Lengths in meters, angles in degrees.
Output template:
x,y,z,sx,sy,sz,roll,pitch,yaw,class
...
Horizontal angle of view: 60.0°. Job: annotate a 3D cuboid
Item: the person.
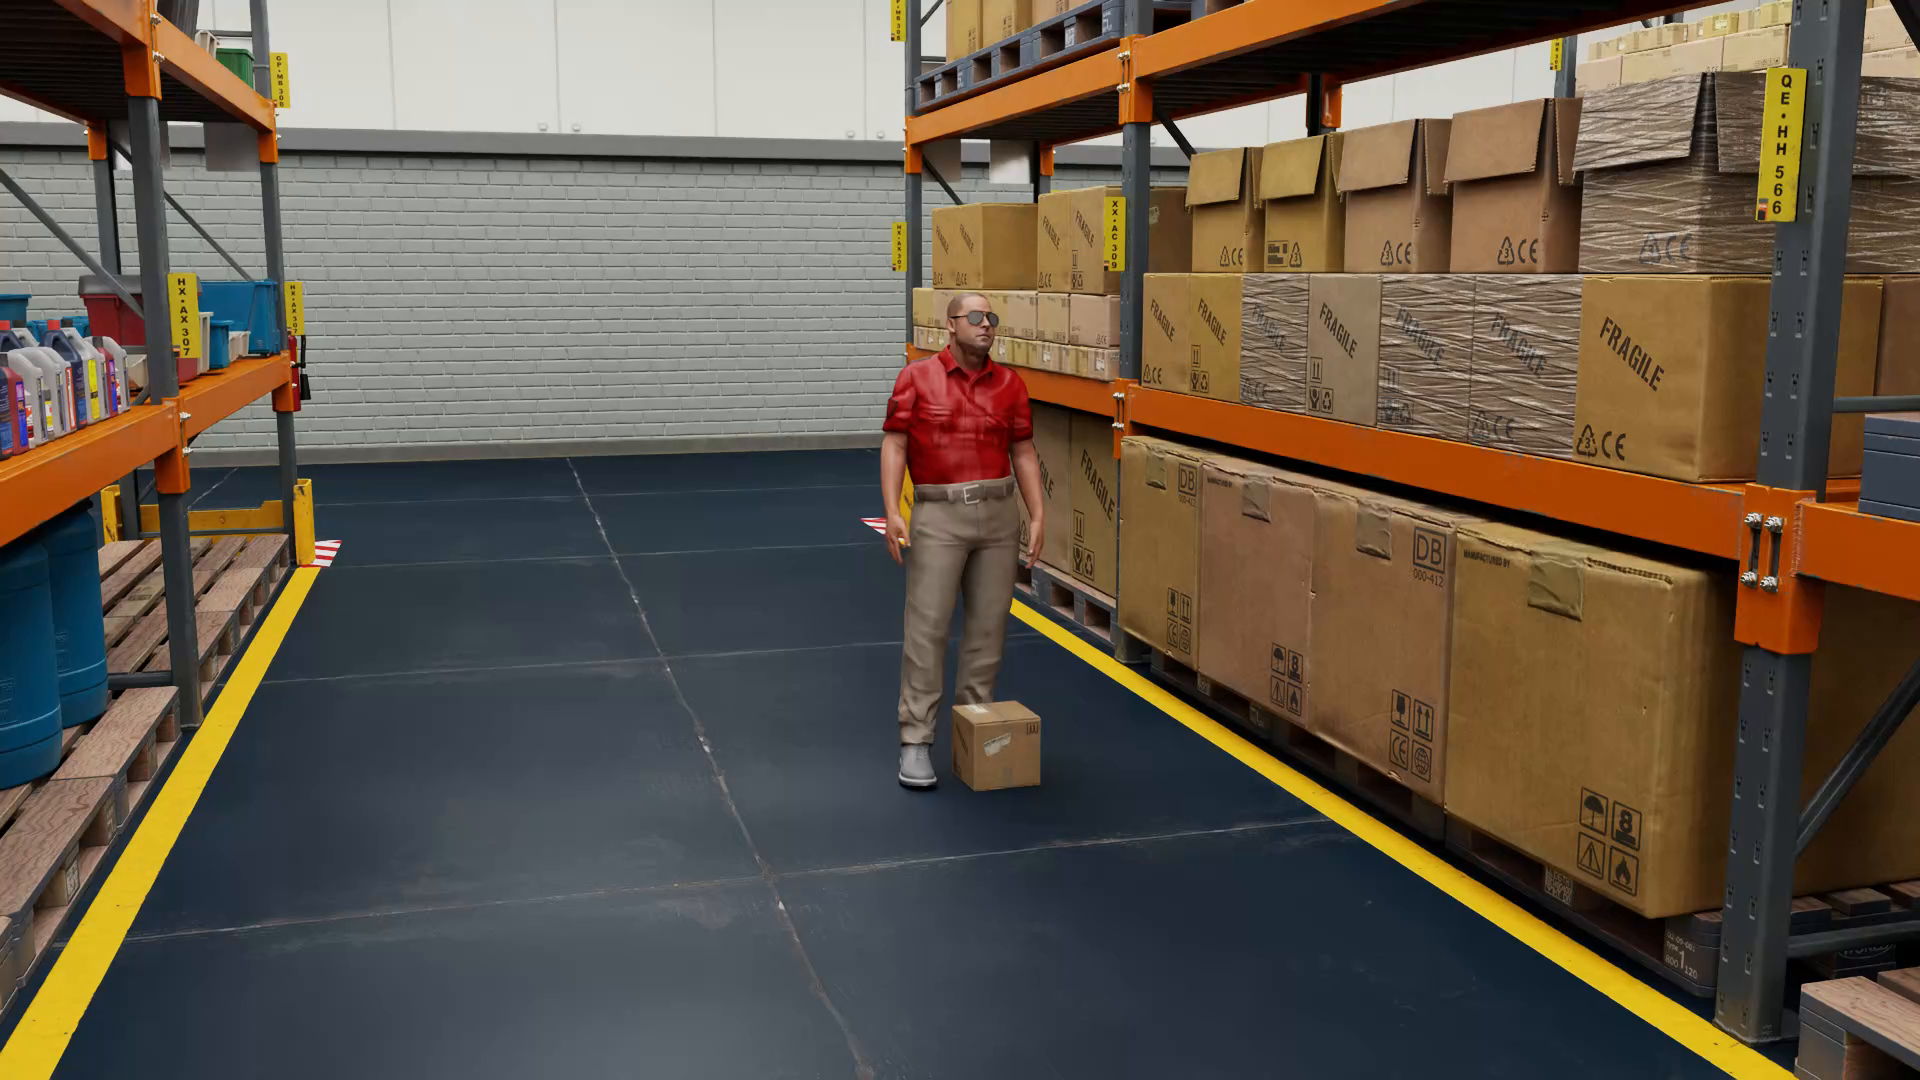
x,y,z,sx,sy,sz,roll,pitch,yaw,class
0.036,-0.028,6.042,0.639,1.727,0.551,-3,10,-18,person
